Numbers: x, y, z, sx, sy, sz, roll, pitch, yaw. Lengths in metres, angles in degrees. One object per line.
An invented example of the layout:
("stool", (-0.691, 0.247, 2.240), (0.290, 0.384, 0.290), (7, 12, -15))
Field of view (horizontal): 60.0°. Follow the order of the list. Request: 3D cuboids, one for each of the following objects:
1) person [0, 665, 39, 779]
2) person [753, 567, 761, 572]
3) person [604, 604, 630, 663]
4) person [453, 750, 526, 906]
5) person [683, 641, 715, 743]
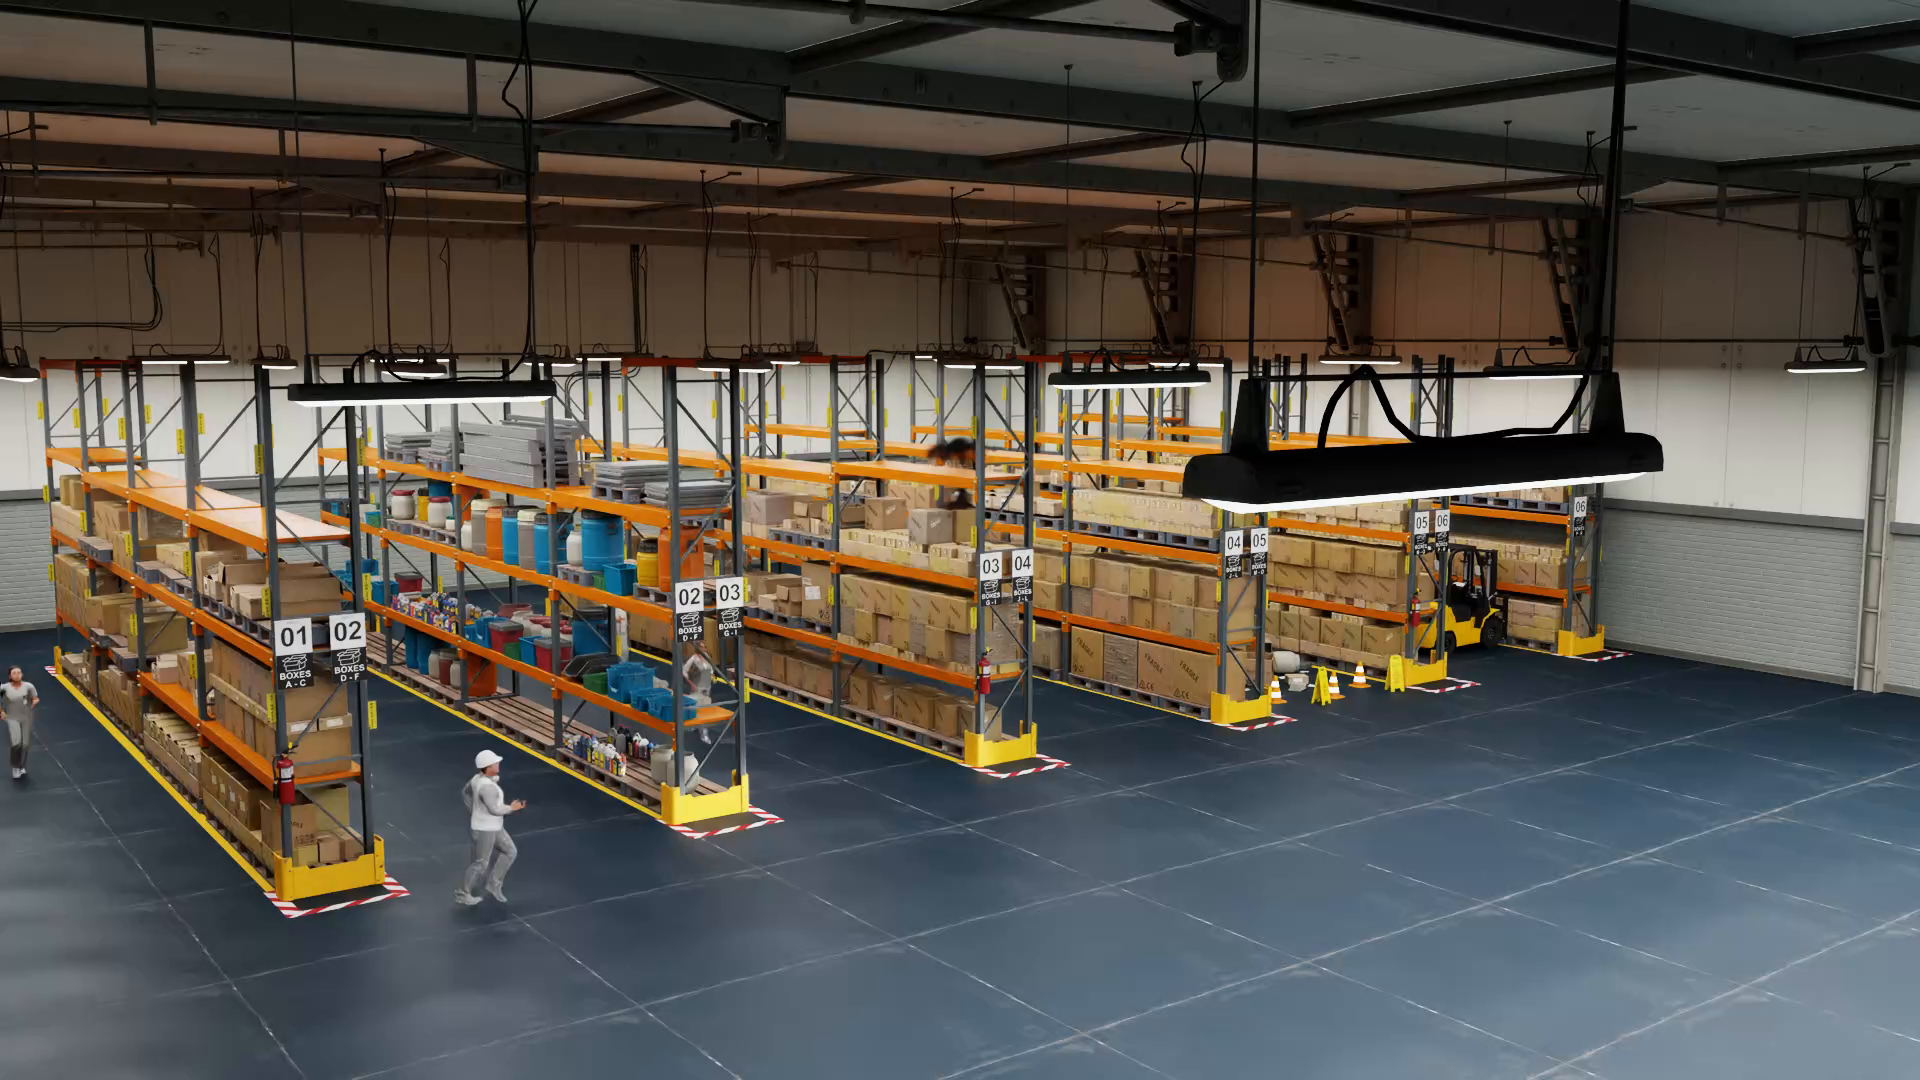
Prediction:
("person", (-13.620, 2.628, 24.051), (0.582, 1.647, 0.644), (-5, 9, -36))
("person", (-4.181, 1.412, 34.402), (0.565, 1.685, 0.717), (-5, 9, -38))
("person", (-6.484, 1.759, 31.181), (0.576, 1.712, 0.854), (-5, 9, -37))
("person", (-5.265, 3.233, 18.594), (0.814, 1.805, 0.609), (-2, 7, -15))
("person", (-4.167, 2.382, 26.431), (0.543, 1.625, 0.735), (-6, 9, -42))
